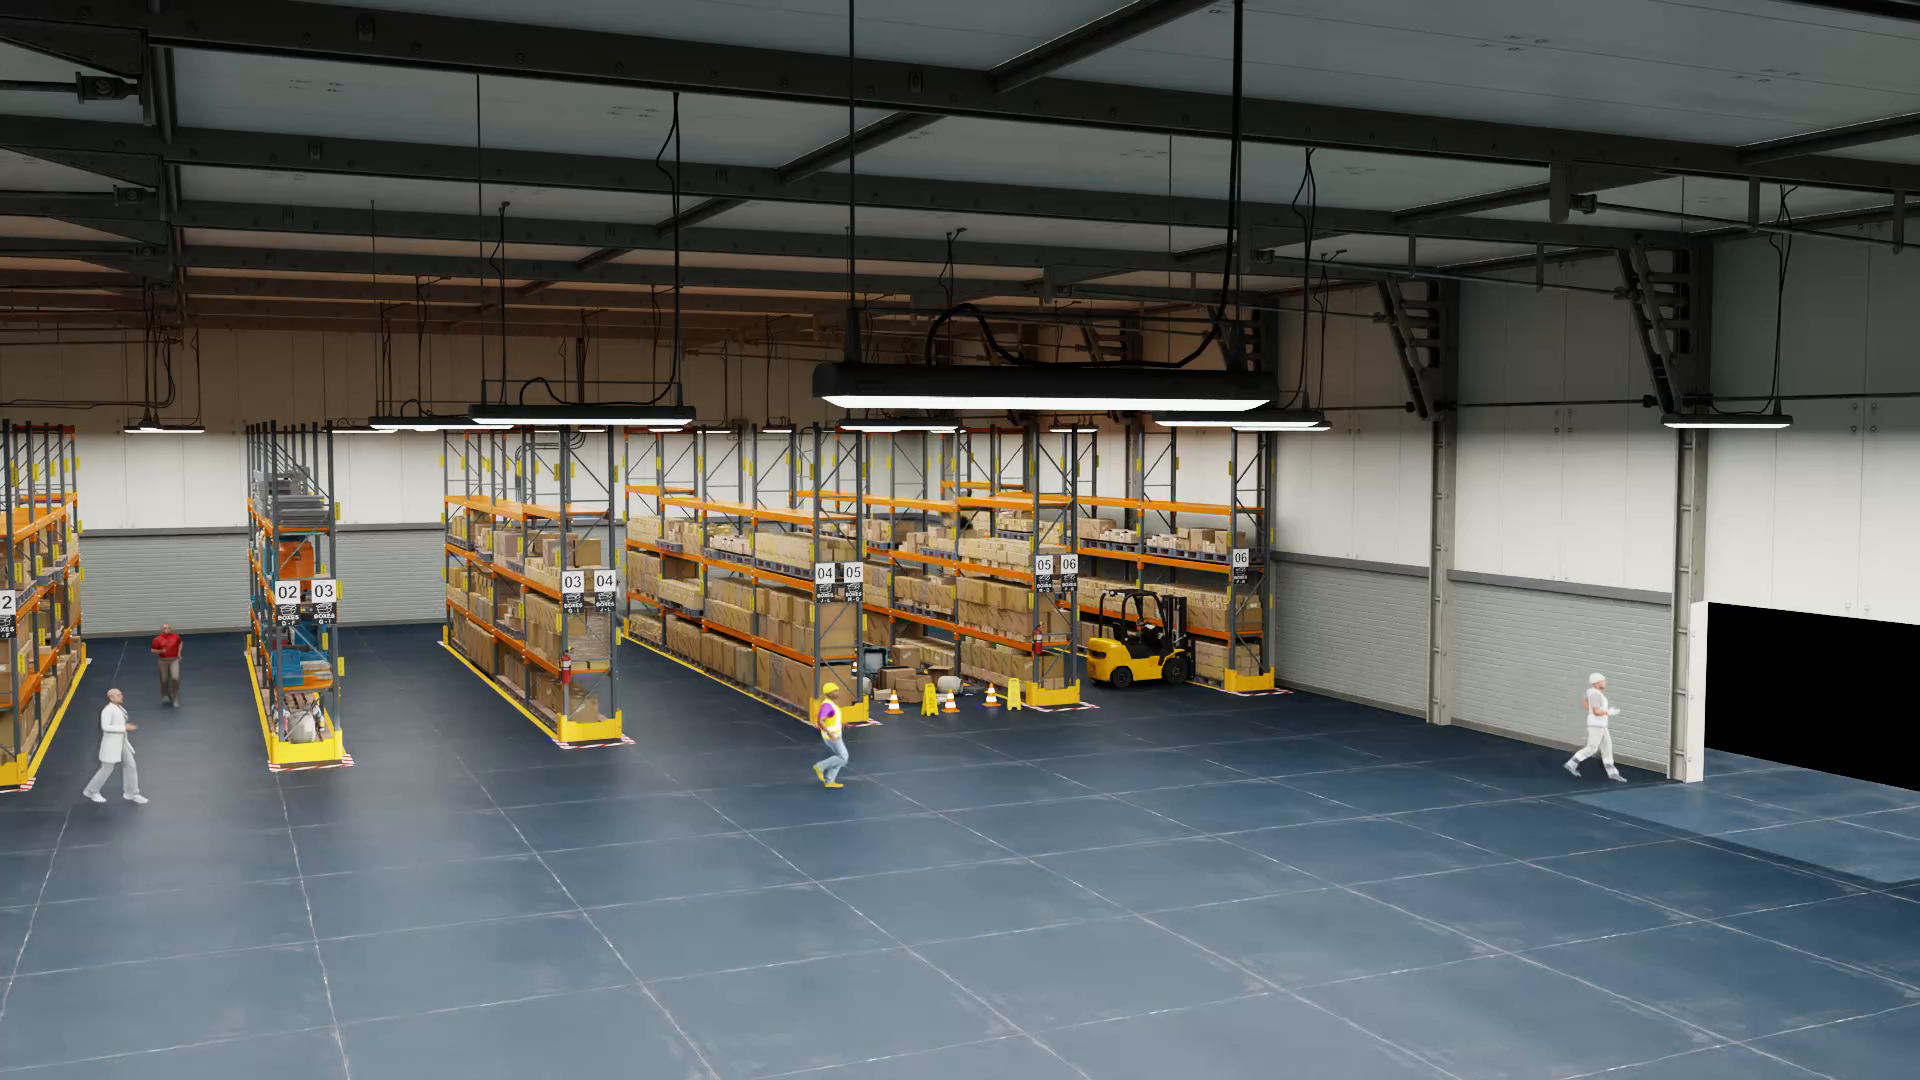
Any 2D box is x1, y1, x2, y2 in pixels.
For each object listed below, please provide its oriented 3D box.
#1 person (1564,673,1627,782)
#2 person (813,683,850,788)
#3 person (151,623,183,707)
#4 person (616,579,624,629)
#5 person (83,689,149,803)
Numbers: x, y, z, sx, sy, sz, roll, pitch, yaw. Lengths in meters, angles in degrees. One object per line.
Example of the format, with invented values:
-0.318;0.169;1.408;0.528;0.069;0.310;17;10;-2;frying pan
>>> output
10.508;3.084;27.446;0.976;1.792;0.654;2;4;25;person
-2.081;3.175;27.029;0.584;1.716;0.703;0;4;2;person
-16.840;2.663;35.348;0.643;1.801;0.792;-2;4;-31;person
-10.047;1.898;48.615;0.846;1.579;0.580;-3;4;-36;person
-13.152;3.210;25.802;0.937;1.815;0.687;0;4;0;person
